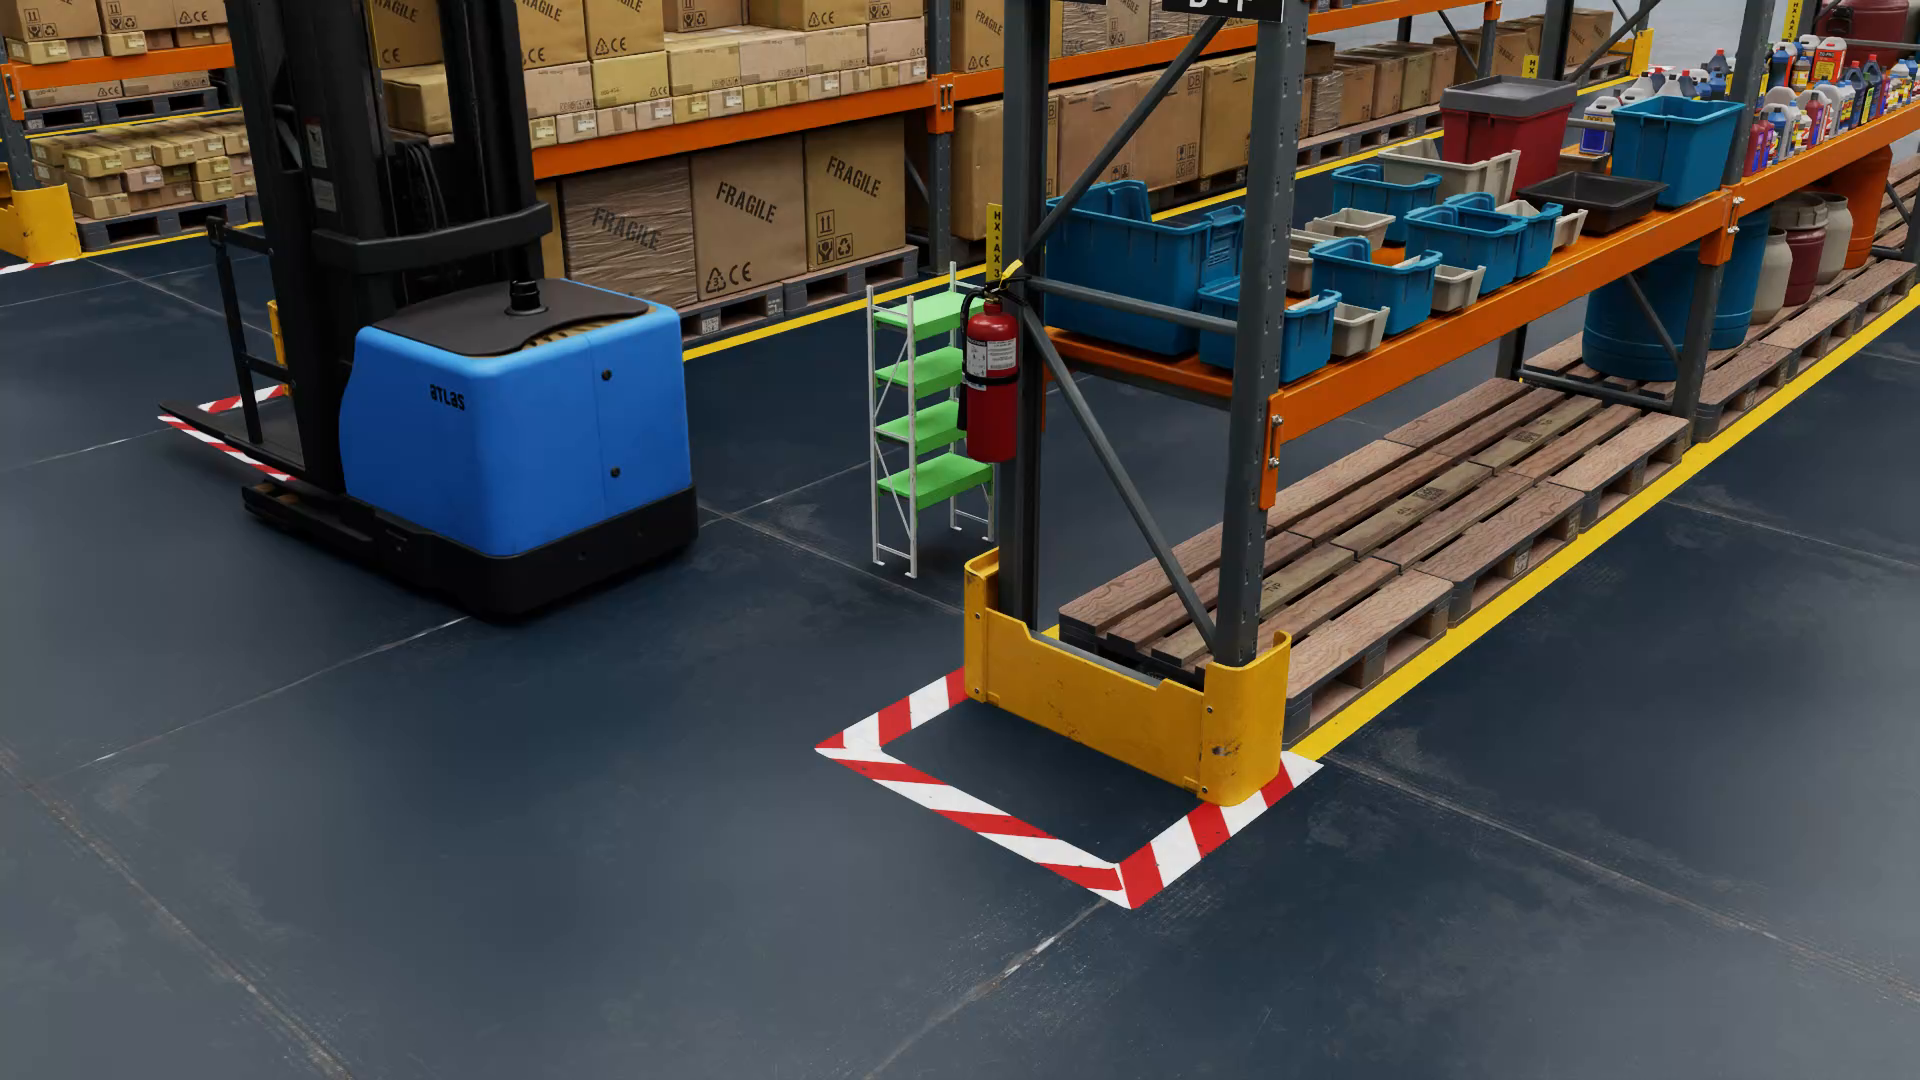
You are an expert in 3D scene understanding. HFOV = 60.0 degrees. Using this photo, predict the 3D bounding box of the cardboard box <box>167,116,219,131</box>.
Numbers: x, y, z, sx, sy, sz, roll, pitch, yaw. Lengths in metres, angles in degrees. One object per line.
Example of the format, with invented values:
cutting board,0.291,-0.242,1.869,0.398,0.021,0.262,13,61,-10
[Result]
cardboard box,-5.958,-3.186,12.935,0.380,0.149,0.250,22,32,39

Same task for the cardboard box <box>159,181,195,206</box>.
cardboard box,-5.906,-2.603,12.361,0.380,0.149,0.250,21,31,38

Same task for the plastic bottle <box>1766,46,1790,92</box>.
plastic bottle,4.994,-2.873,10.148,0.097,0.271,0.097,0,24,0

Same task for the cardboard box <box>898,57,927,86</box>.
cardboard box,-0.432,-2.997,10.576,0.380,0.149,0.250,20,31,38

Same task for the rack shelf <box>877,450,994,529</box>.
rack shelf,-0.110,-0.220,7.016,0.258,0.148,0.480,20,31,38

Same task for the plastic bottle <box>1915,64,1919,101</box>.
plastic bottle,5.688,-2.730,9.914,0.097,0.201,0.097,0,24,0

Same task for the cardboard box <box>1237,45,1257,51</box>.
cardboard box,2.622,-4.128,14.390,0.500,0.250,0.500,22,32,40

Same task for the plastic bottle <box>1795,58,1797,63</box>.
plastic bottle,5.193,-2.969,10.448,0.097,0.201,0.097,0,24,0

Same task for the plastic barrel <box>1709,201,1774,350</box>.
plastic barrel,4.064,-1.553,9.098,0.600,0.901,0.708,20,31,38

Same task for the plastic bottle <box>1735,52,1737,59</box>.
plastic bottle,4.551,-2.724,9.802,0.061,0.283,0.133,20,31,38

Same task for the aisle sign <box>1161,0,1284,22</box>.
aisle sign,0.719,-1.806,4.435,0.394,0.787,0.004,20,31,38

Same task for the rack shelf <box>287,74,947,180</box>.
rack shelf,-1.808,-2.357,9.719,1.077,0.370,4.000,20,31,38

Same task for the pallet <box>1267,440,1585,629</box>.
pallet,1.940,-0.061,7.129,1.003,0.211,1.213,20,31,38

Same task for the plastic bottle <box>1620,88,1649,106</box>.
plastic bottle,3.482,-2.205,8.653,0.152,0.276,0.135,20,31,38

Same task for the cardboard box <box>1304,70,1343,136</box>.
cardboard box,2.990,-3.955,14.922,0.700,0.500,0.500,17,29,33

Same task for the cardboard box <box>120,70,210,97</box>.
cardboard box,-8.352,-4.861,17.043,0.875,0.438,0.875,20,31,37

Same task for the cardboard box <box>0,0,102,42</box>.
cardboard box,-6.263,-3.703,11.357,0.500,0.500,0.500,22,32,40

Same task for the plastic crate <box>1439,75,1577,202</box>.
plastic crate,2.433,-1.795,7.435,0.402,0.464,0.583,20,31,38

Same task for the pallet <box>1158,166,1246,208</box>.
pallet,1.614,-3.021,13.730,1.003,0.211,1.213,20,31,38

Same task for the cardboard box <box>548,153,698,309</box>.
cardboard box,-2.168,-1.792,9.663,0.875,0.875,0.875,20,31,38

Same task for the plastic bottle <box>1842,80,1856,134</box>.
plastic bottle,4.744,-2.330,8.938,0.097,0.271,0.097,0,24,0

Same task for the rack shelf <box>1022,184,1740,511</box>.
rack shelf,1.881,-1.004,6.703,1.077,0.370,4.000,20,31,38

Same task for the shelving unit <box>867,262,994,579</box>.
shelving unit,-0.110,-0.497,6.892,0.258,1.200,0.503,20,31,38

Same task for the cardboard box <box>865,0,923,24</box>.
cardboard box,-0.581,-3.491,10.272,0.500,0.500,0.500,21,32,39

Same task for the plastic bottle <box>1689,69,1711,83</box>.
plastic bottle,4.063,-2.470,9.244,0.152,0.276,0.135,20,31,38

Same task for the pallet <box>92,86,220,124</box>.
pallet,-8.419,-4.517,17.067,1.003,0.211,1.213,20,31,38

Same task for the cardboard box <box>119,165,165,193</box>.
cardboard box,-6.003,-2.645,12.090,0.380,0.149,0.250,20,31,37

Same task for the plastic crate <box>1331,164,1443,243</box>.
plastic crate,1.726,-1.370,6.770,0.416,0.233,0.300,20,31,38

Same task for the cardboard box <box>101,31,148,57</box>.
cardboard box,-5.950,-3.511,11.722,0.380,0.149,0.250,19,30,36

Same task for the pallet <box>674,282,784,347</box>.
pallet,-1.853,-1.438,10.199,1.003,0.211,1.213,20,31,38

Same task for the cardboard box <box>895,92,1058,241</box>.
cardboard box,-0.061,-2.717,11.727,1.225,0.875,0.875,20,31,38

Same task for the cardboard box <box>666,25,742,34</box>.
cardboard box,-1.659,-2.980,10.051,0.500,0.250,0.500,21,32,39

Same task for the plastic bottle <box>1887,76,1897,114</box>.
plastic bottle,5.298,-2.552,9.517,0.097,0.201,0.097,0,24,0

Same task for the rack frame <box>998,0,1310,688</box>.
rack frame,0.546,-0.723,5.196,1.000,3.000,0.127,20,31,38

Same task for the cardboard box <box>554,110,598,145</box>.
cardboard box,-2.146,-2.215,8.832,0.380,0.149,0.250,20,31,37

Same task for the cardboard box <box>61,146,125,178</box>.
cardboard box,-6.166,-2.690,11.827,0.380,0.149,0.250,18,30,35

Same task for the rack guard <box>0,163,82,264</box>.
rack guard,-6.718,-2.343,11.865,1.175,0.500,0.348,20,31,38

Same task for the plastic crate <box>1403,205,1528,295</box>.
plastic crate,1.835,-1.061,6.080,0.416,0.233,0.300,20,31,38

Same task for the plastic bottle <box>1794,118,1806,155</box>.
plastic bottle,4.215,-2.057,8.415,0.097,0.201,0.097,0,24,0

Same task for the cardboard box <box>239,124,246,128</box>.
cardboard box,-5.302,-3.096,12.733,0.380,0.149,0.250,21,31,38

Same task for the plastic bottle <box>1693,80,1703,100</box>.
plastic bottle,3.924,-2.328,8.933,0.097,0.271,0.097,0,24,0

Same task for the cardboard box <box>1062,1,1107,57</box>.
cardboard box,0.690,-3.717,11.753,0.500,0.500,0.500,19,31,36

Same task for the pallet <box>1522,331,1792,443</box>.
pallet,3.762,-0.893,8.984,1.003,0.211,1.213,20,31,38

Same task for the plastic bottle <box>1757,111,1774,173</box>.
plastic bottle,3.867,-1.924,8.018,0.061,0.283,0.133,20,31,38

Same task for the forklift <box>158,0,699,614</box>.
forklift,-2.579,-1.524,7.067,3.031,2.935,1.130,18,30,35

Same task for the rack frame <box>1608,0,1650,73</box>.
rack frame,7.536,-6.950,19.085,1.000,3.000,0.127,20,31,38

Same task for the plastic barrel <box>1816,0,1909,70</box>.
plastic barrel,5.969,-3.447,11.105,0.600,0.536,0.708,20,31,38

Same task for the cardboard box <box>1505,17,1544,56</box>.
cardboard box,6.301,-5.439,18.255,0.500,0.500,0.500,-21,31,-38

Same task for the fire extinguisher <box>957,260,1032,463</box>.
fire extinguisher,0.107,-0.596,5.463,0.296,0.674,0.183,20,31,38

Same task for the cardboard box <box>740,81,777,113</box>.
cardboard box,-1.290,-2.606,9.702,0.380,0.149,0.250,20,31,37

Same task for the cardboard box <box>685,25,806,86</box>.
cardboard box,-1.256,-2.841,9.741,0.500,0.250,0.500,21,32,39
